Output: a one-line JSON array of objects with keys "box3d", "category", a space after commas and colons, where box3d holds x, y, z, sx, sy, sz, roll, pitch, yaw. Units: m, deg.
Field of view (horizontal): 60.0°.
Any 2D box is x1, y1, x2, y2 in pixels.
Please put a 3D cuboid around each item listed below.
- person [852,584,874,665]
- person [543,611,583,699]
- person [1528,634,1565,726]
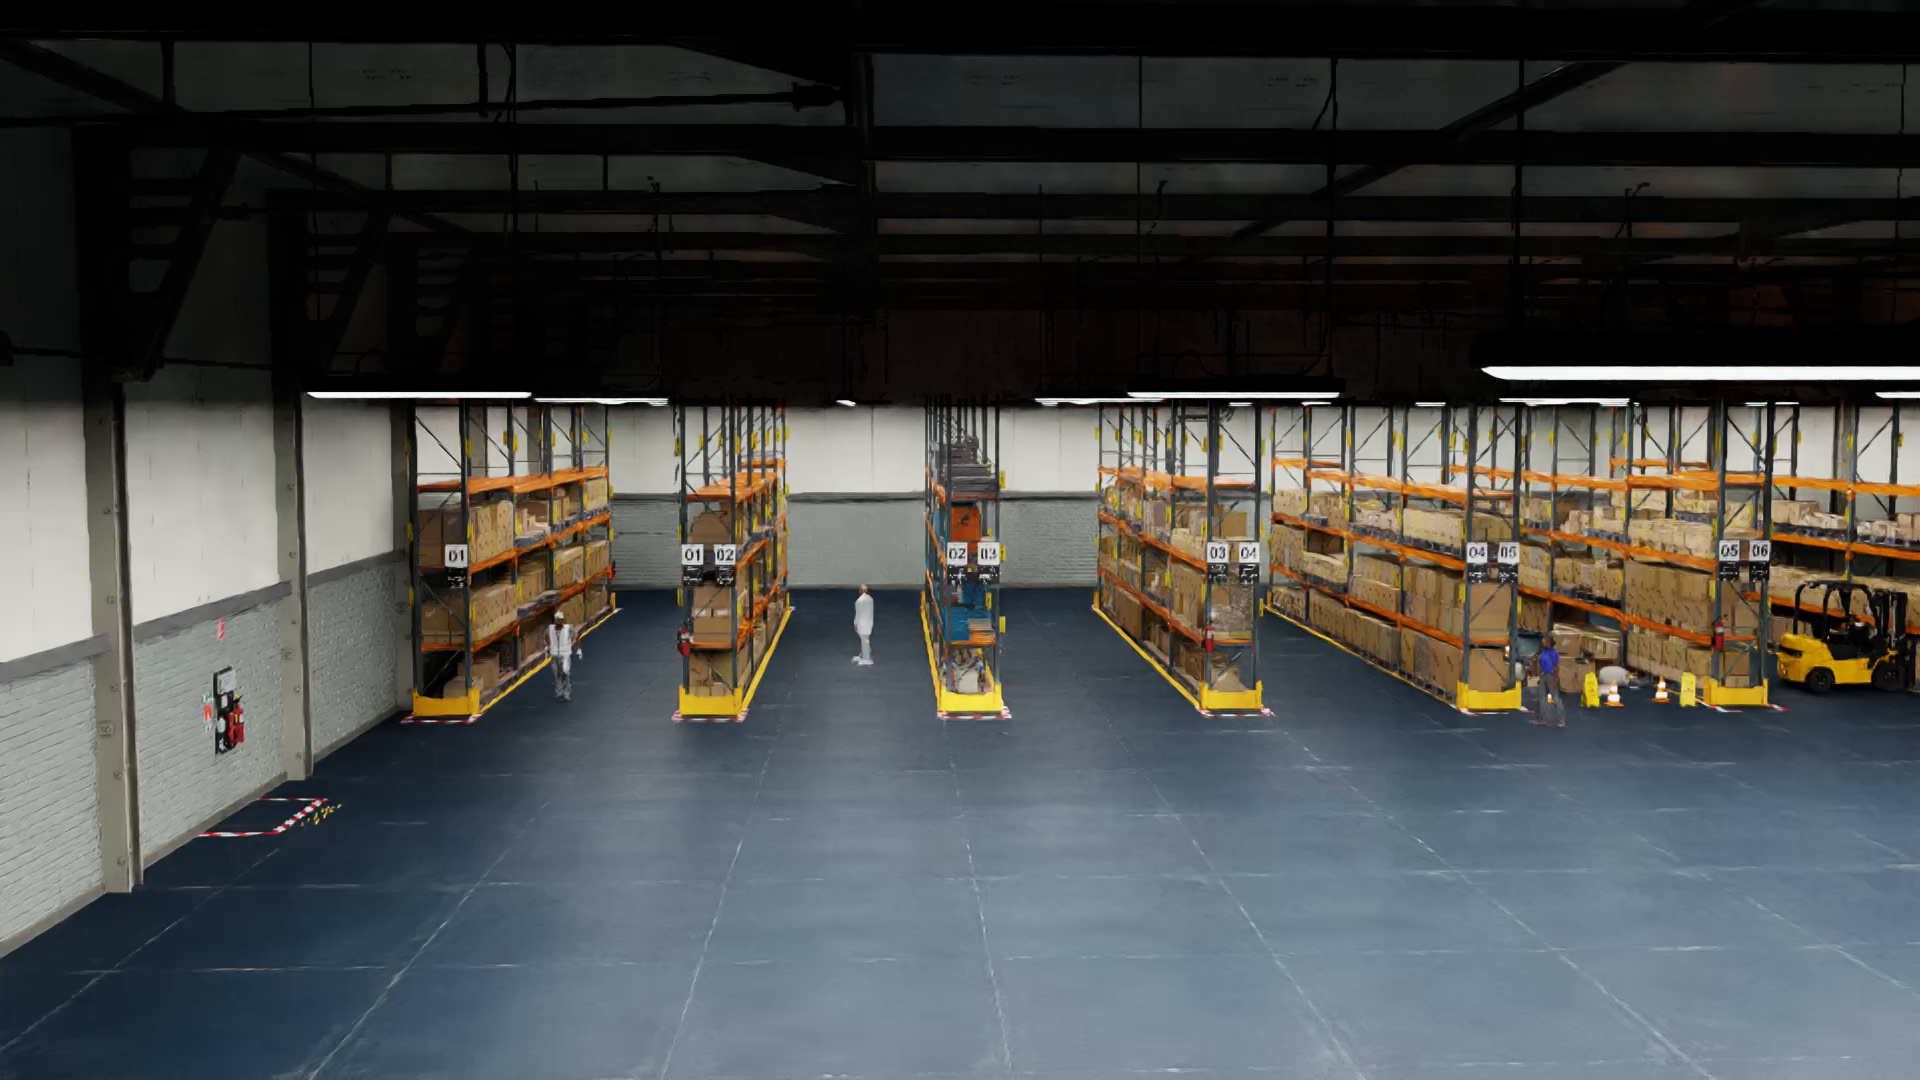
[{"box3d": [-2.187, 1.875, 37.242, 0.636, 1.775, 0.675, 2, 5, 25], "category": "person"}, {"box3d": [-7.874, 2.262, 32.859, 0.730, 1.744, 0.686, 0, 5, 2], "category": "person"}, {"box3d": [10.665, 2.523, 30.046, 0.512, 1.655, 0.589, -1, 5, -14], "category": "person"}]
